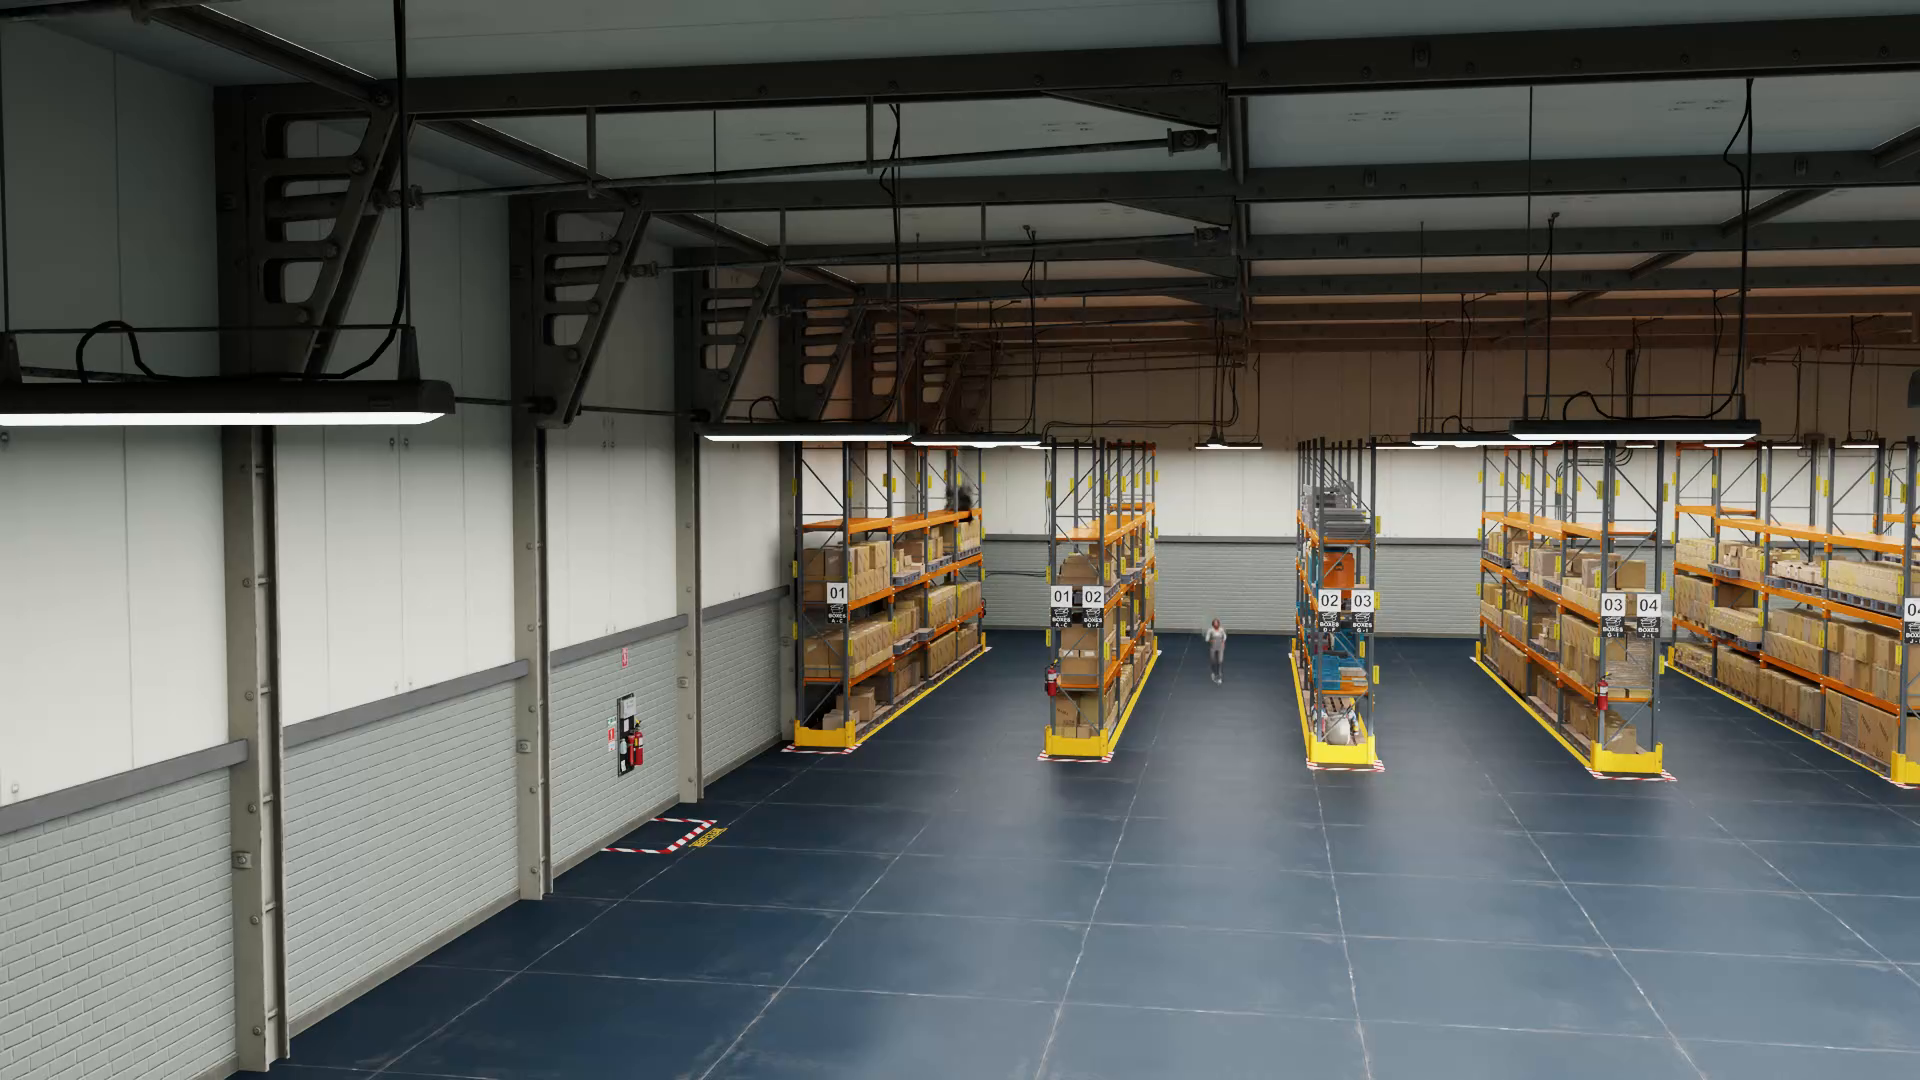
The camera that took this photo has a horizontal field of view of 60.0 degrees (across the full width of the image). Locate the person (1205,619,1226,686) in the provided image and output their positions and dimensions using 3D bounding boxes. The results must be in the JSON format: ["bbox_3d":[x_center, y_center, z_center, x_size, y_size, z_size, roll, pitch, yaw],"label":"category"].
[{"bbox_3d":[6.318,2.740,41.045,0.534,1.615,0.863,0,3,1],"label":"person"}]

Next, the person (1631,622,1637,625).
[{"bbox_3d":[18.110,2.517,44.947,0.773,1.699,0.596,-2,4,-37],"label":"person"}]
